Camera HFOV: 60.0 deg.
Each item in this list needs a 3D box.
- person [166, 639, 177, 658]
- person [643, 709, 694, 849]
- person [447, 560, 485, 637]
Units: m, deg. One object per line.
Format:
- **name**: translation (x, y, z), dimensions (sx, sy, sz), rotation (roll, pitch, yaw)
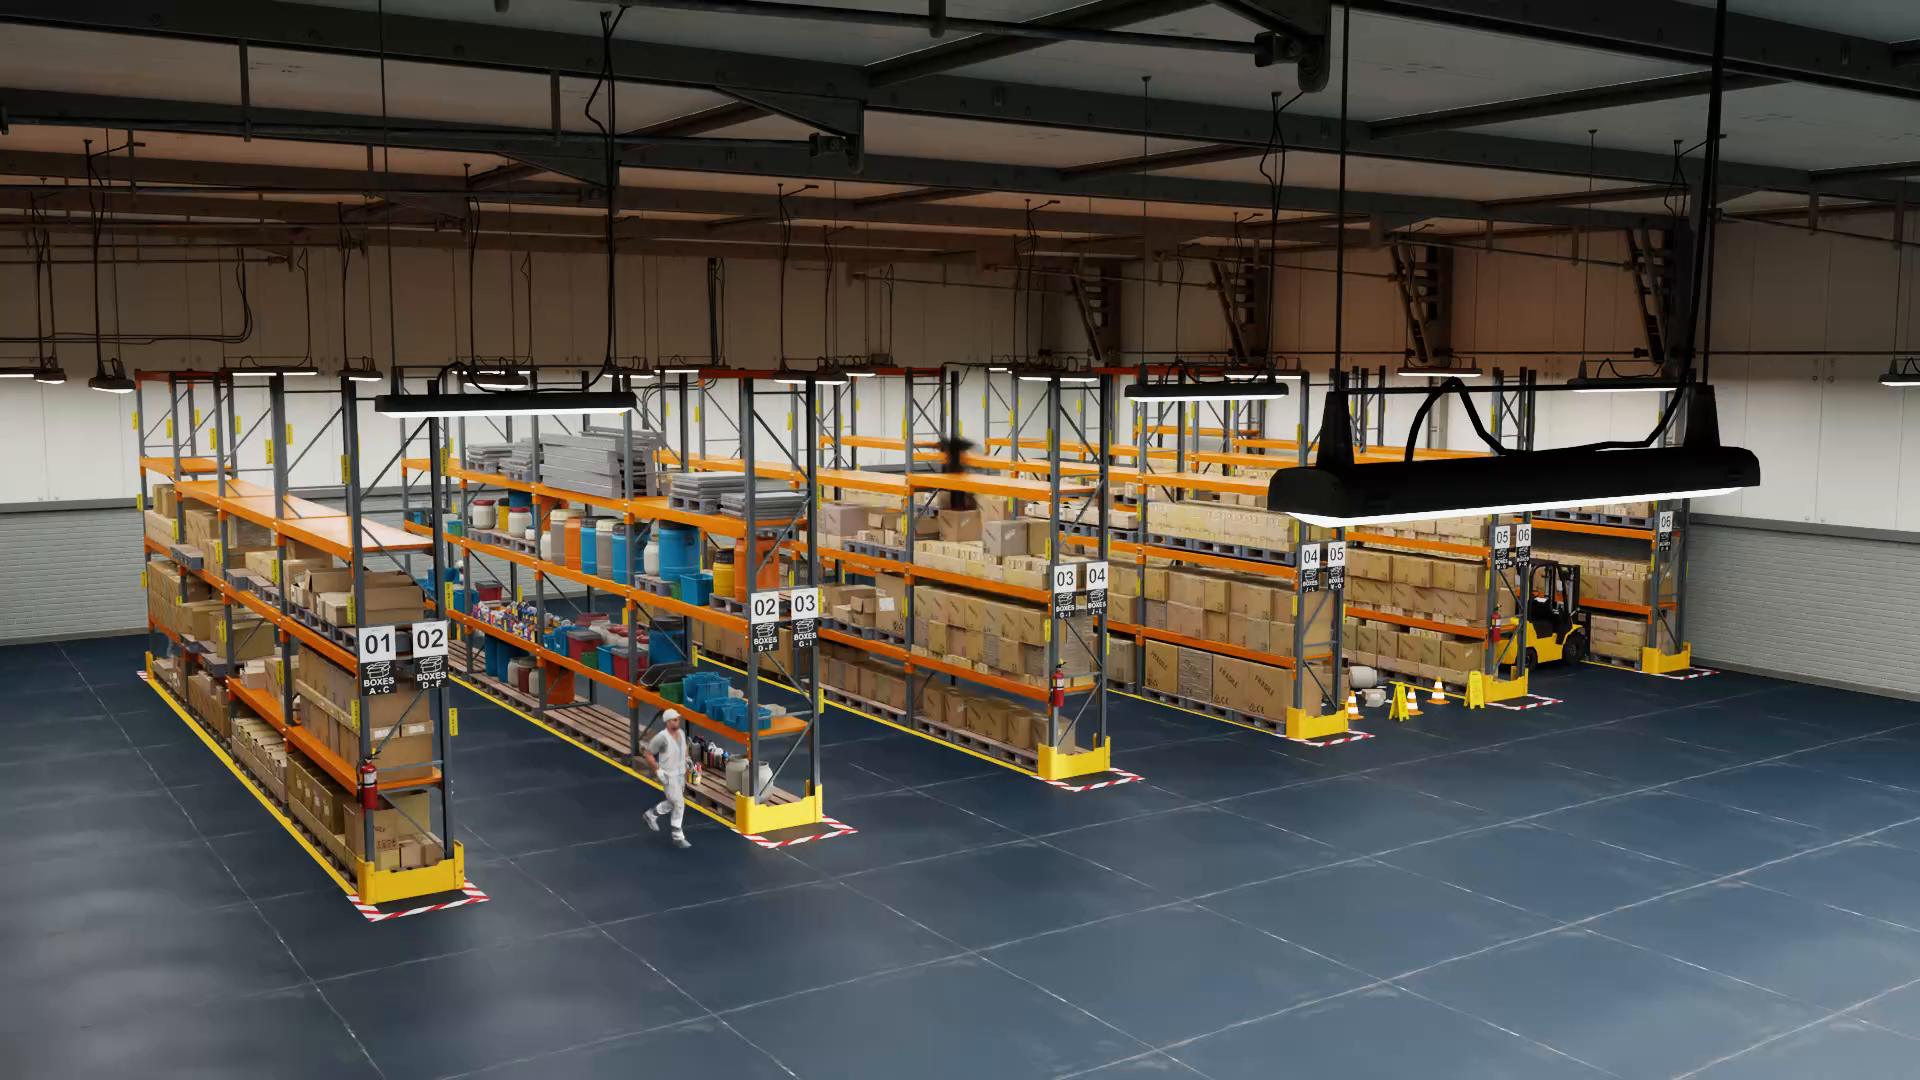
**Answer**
- **person**: translation (-15.911, 1.615, 34.066), dimensions (0.833, 1.826, 0.622), rotation (2, 7, 18)
- **person**: translation (-3.782, 3.041, 21.415), dimensions (0.822, 1.802, 0.659), rotation (4, 8, 32)
- **person**: translation (-10.898, 1.309, 36.646), dimensions (0.986, 1.754, 0.734), rotation (-2, 7, -14)
